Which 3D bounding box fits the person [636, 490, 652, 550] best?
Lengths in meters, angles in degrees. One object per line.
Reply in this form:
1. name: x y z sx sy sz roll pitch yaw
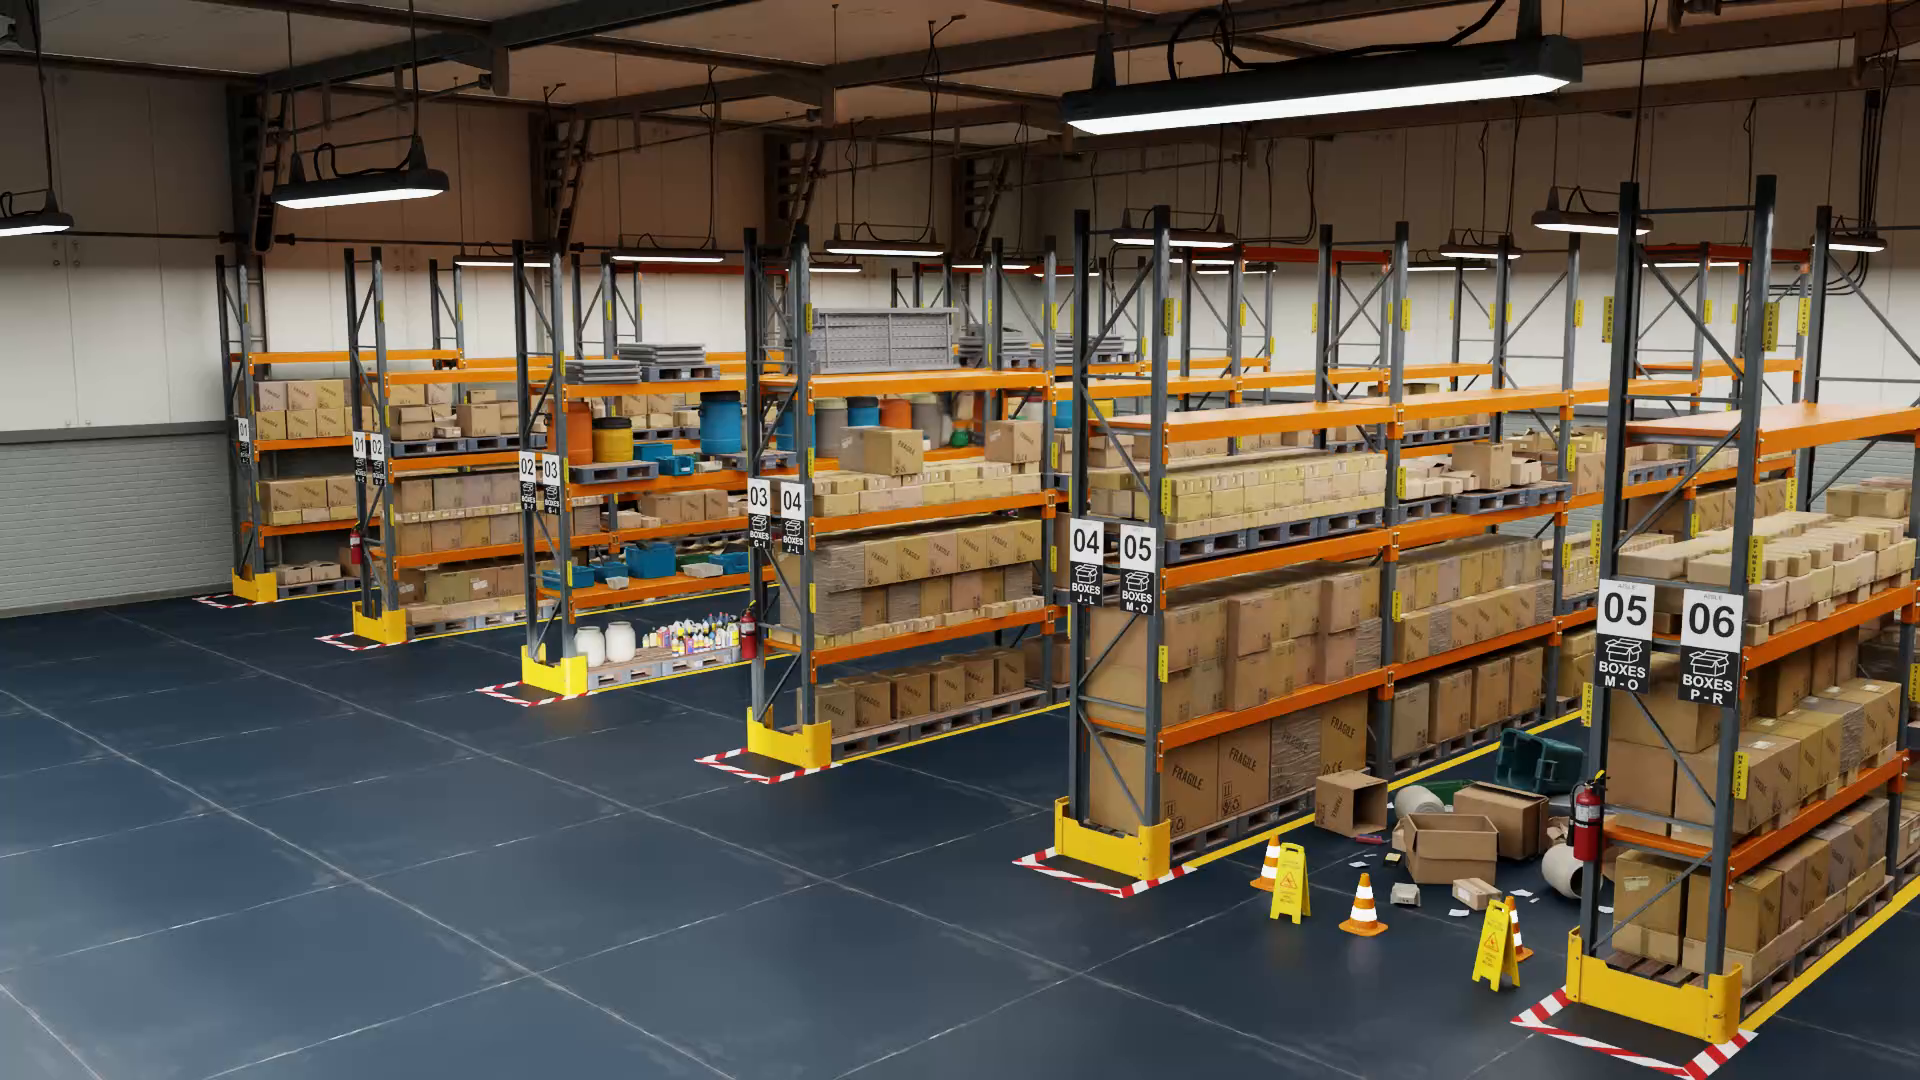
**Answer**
1. person: -6.166 -0.243 32.593 0.510 1.570 0.636 7 11 42
